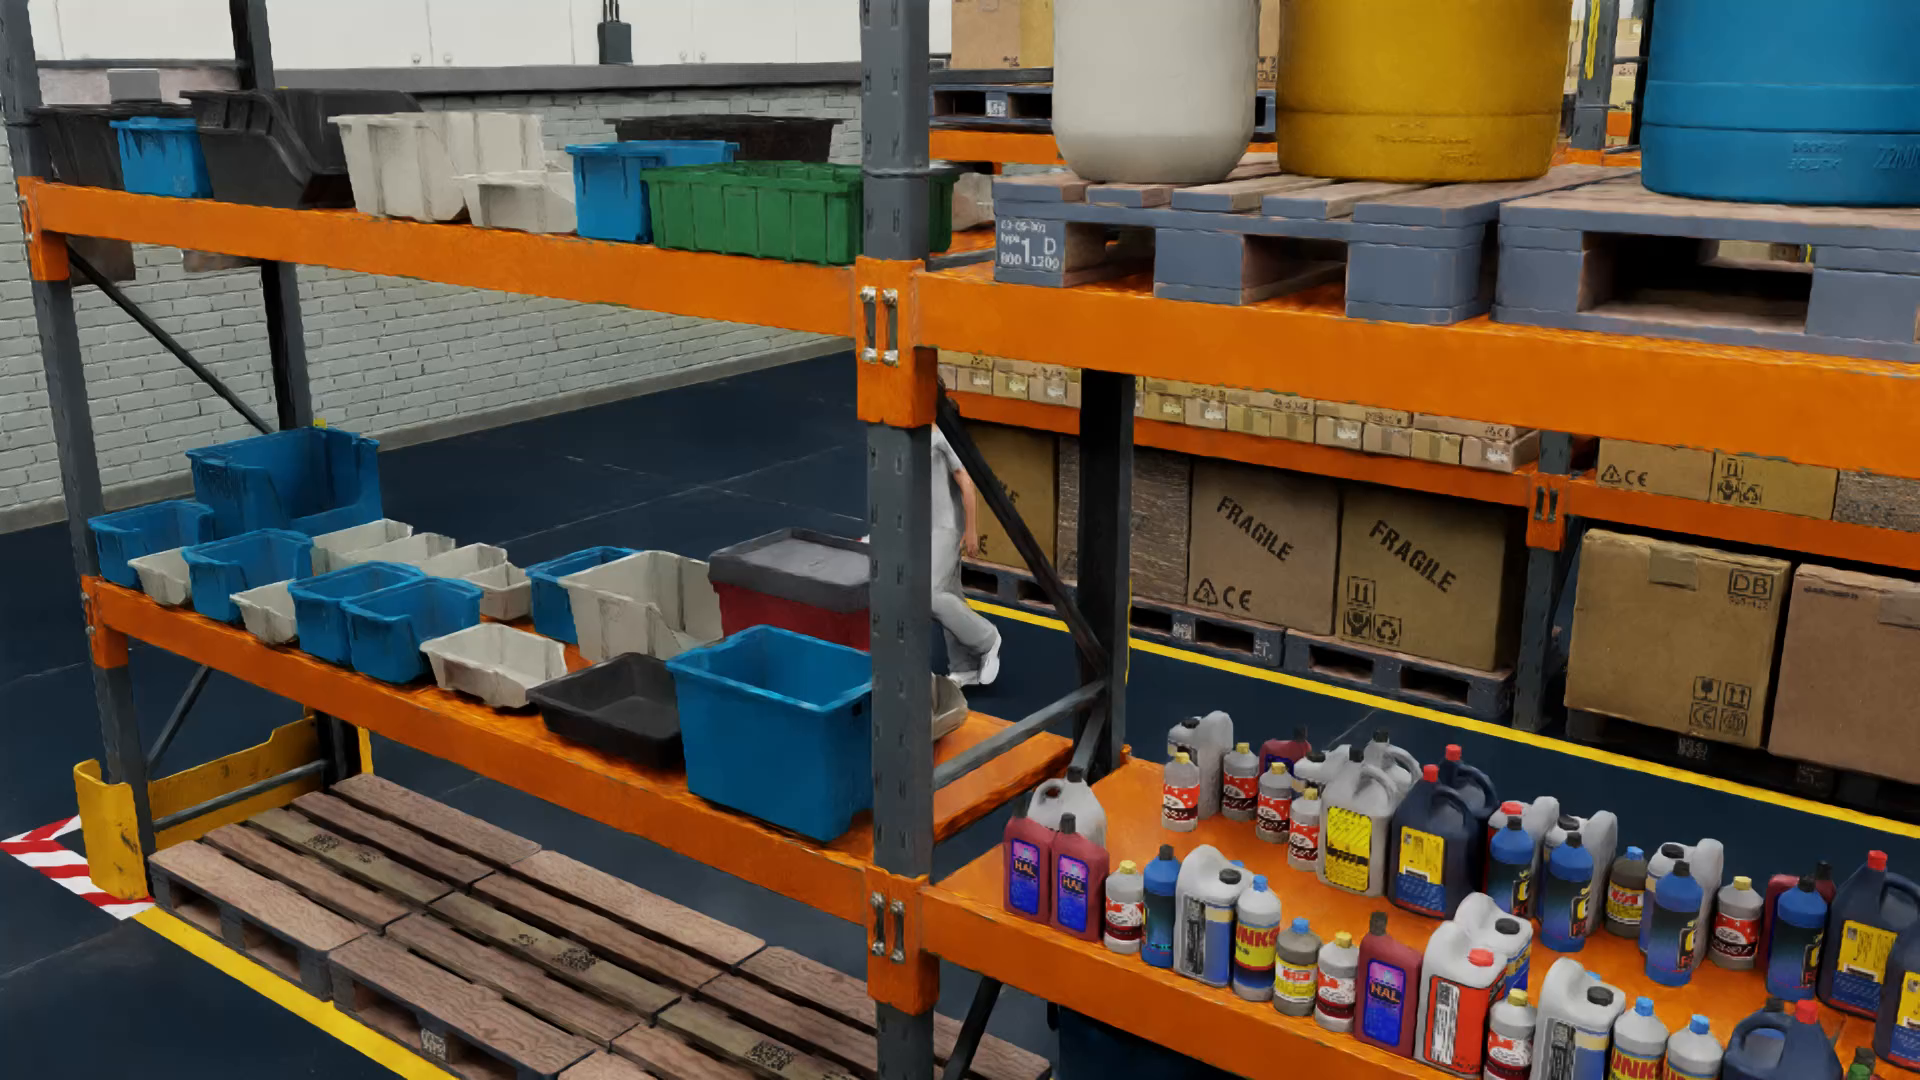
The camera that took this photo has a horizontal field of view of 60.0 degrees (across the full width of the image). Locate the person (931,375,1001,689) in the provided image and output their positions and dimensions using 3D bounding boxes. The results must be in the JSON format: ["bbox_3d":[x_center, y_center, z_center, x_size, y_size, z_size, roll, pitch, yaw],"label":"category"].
[{"bbox_3d":[-0.090,-0.037,8.662,0.482,1.634,0.643,-9,19,-29],"label":"person"}]
